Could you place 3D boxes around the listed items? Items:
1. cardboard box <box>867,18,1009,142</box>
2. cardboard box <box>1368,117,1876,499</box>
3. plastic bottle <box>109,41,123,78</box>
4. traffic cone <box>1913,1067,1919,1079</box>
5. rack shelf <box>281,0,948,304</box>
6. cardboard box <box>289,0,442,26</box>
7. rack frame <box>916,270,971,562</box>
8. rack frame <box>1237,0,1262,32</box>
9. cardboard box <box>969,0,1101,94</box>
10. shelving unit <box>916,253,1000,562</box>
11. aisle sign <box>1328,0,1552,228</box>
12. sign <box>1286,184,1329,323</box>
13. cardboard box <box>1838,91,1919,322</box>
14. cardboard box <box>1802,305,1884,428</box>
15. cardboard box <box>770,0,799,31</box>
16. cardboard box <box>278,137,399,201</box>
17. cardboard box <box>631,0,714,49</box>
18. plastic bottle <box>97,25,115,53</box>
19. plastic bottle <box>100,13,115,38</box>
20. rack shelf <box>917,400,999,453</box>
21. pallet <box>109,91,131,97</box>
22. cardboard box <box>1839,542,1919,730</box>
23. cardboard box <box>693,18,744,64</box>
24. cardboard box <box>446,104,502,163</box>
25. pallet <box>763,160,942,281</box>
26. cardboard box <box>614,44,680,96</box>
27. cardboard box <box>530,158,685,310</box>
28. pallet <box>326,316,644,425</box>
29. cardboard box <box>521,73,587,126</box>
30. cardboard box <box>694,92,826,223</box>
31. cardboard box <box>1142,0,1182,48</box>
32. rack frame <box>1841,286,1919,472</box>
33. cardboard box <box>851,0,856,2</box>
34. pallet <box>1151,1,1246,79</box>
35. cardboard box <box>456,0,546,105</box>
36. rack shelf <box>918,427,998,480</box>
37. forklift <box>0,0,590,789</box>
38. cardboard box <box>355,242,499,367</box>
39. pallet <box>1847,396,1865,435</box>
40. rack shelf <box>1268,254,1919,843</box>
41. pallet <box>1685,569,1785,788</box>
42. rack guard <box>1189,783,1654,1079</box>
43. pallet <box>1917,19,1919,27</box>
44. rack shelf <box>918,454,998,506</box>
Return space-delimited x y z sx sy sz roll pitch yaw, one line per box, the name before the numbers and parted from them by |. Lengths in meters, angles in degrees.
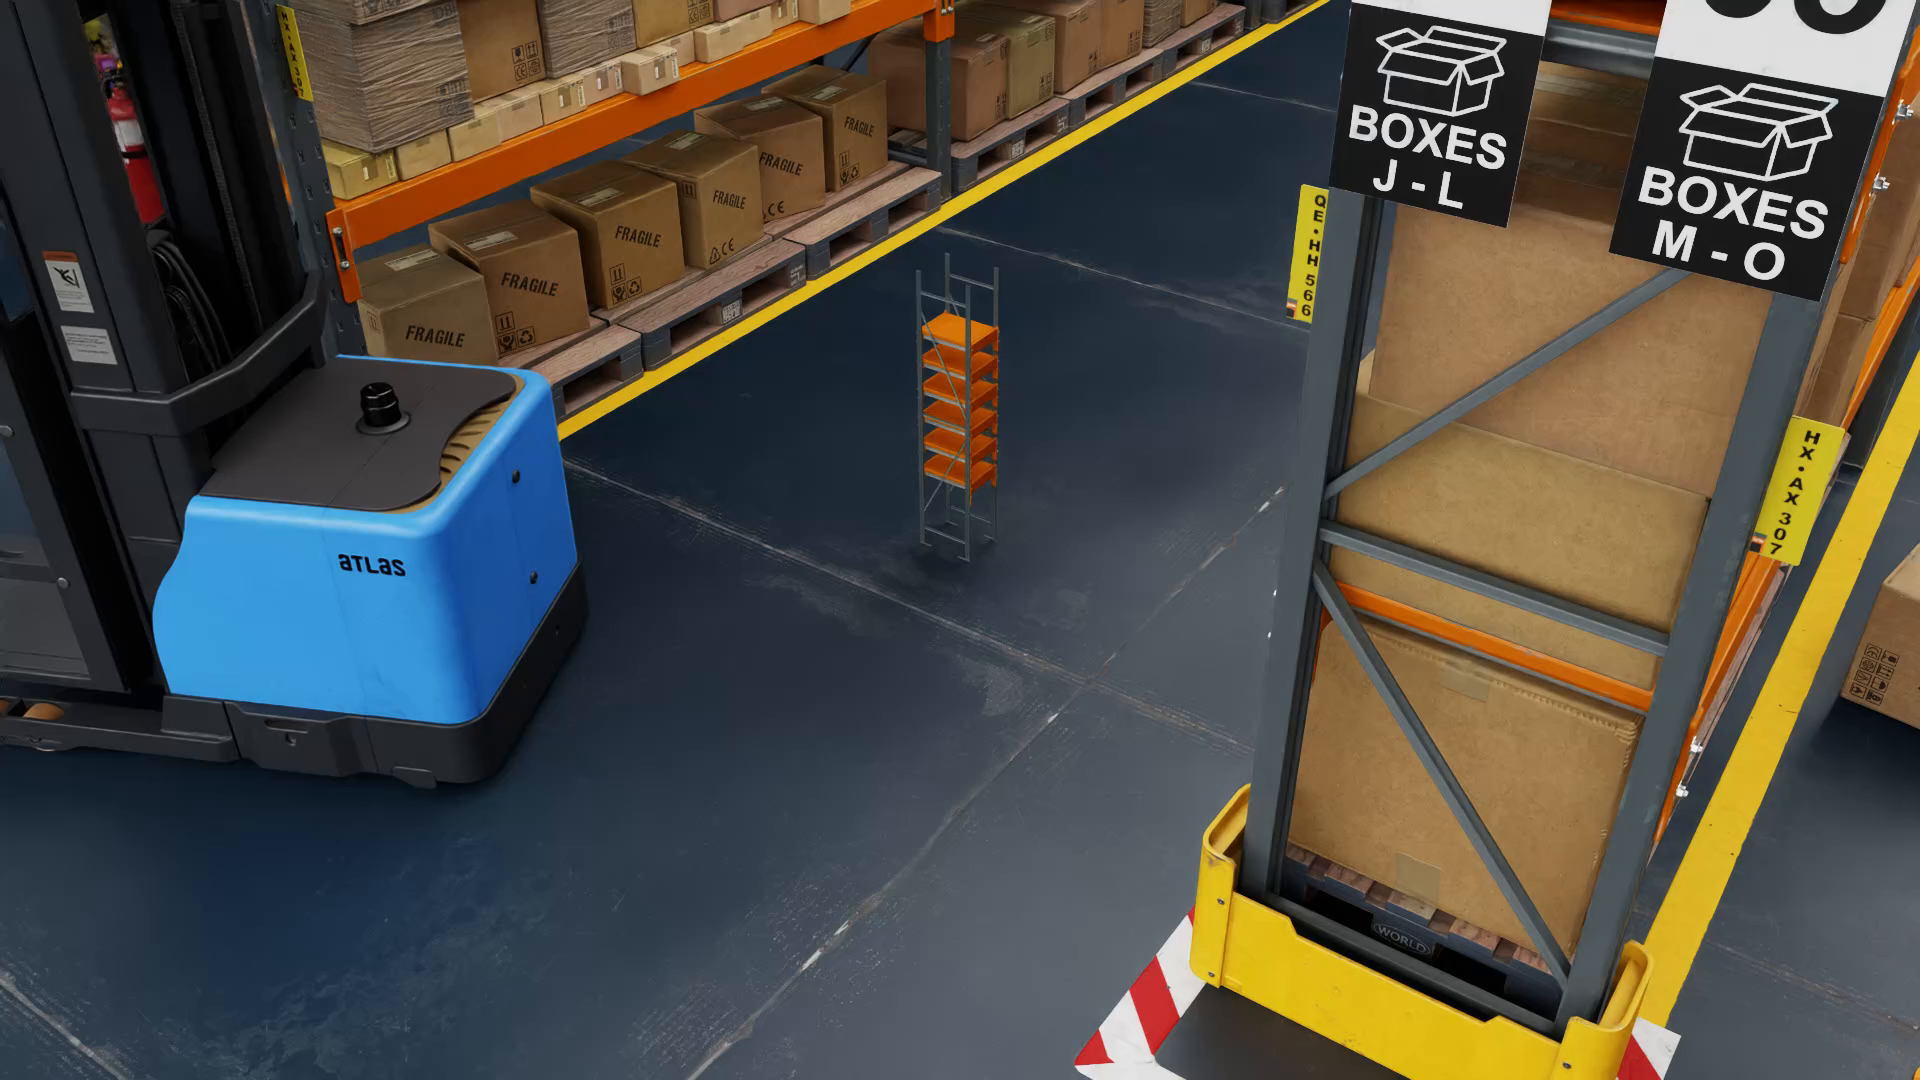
cardboard box | -0.127 -2.780 10.022 0.700 0.500 0.500 18 38 25
cardboard box | 1.485 -0.554 3.793 0.875 0.550 0.550 21 39 28
plastic bottle | -5.359 -3.043 10.615 0.097 0.271 0.097 0 34 0
traffic cone | 2.711 1.374 4.305 0.336 0.463 0.334 21 39 28
rack shelf | -1.635 -2.139 7.877 1.077 0.370 4.000 21 39 28
cardboard box | -2.238 -2.261 6.169 0.500 0.500 0.500 21 39 28
rack frame | -0.060 -0.448 6.342 0.240 1.200 0.006 21 39 28
rack frame | 1.786 -5.198 11.759 1.000 3.000 0.127 21 39 28
cardboard box | 0.479 -3.251 10.718 0.700 0.500 0.500 18 38 24
shelving unit | -0.008 -0.490 6.404 0.258 1.200 0.189 21 39 28
aisle sign | 0.955 -1.026 3.269 0.394 0.787 0.004 21 39 28
sign | 0.804 -0.643 3.778 0.100 0.325 0.005 21 39 28
cardboard box | 2.154 -1.050 4.528 0.875 0.550 0.550 21 39 28
cardboard box | 2.134 -0.611 4.842 0.875 0.550 0.550 21 39 28
cardboard box | -1.020 -2.629 8.184 0.380 0.149 0.250 21 39 28
cardboard box | -2.417 -1.467 6.467 0.380 0.149 0.250 21 39 28
cardboard box | -1.637 -2.637 7.616 0.875 0.500 0.500 21 39 28
plastic bottle | -5.697 -3.337 11.112 0.097 0.201 0.097 0 34 0
plastic bottle | -5.715 -3.503 11.224 0.144 0.351 0.185 21 39 28
rack shelf | -0.008 -0.454 6.429 0.258 0.103 0.180 21 39 28
pallet | -5.676 -2.925 10.886 1.003 0.211 1.213 21 39 28
cardboard box | 3.480 0.350 5.784 0.500 0.500 0.500 29 44 36
cardboard box | -1.243 -2.375 7.808 0.380 0.149 0.250 21 39 28
cardboard box | -2.104 -1.687 6.791 0.380 0.149 0.250 21 39 28
pallet | -0.848 -1.882 9.344 1.003 0.211 1.213 21 39 28
cardboard box | -1.482 -2.127 7.442 0.380 0.149 0.250 21 39 28
cardboard box | -1.720 -1.505 8.155 0.500 0.500 0.500 25 42 32
pallet | -2.240 -0.759 7.684 1.003 0.211 1.213 21 39 28
cardboard box | -1.830 -1.921 7.137 0.380 0.149 0.250 21 39 28
cardboard box | -1.076 -2.059 8.973 0.500 0.500 0.500 -23 40 -30
cardboard box | 1.115 -3.771 11.487 0.700 0.500 0.500 18 38 24
rack frame | 3.523 -1.727 6.625 1.000 3.000 0.127 21 39 28
cardboard box | -0.718 -2.853 8.515 0.380 0.149 0.250 21 39 28
pallet | 1.339 -3.684 12.009 1.003 0.211 1.213 21 39 28
cardboard box | -2.253 -2.194 6.962 0.875 0.500 0.500 21 39 28
rack shelf | -0.008 -0.354 6.496 0.258 0.103 0.180 21 39 28
forklift | -2.949 -0.777 5.283 3.031 2.935 1.130 5 34 8
cardboard box | -2.405 -0.937 7.314 0.500 0.500 0.500 -29 43 -35
pallet | 3.901 -0.951 7.967 1.003 0.211 1.213 21 39 28
rack shelf | 2.382 -0.508 5.466 1.077 0.370 4.000 21 39 28
pallet | 2.330 0.317 6.092 1.003 0.211 1.213 21 39 28
rack guard | 1.228 1.161 4.587 1.175 0.500 0.348 21 39 28
pallet | 1.656 -1.436 3.598 1.003 0.211 1.213 21 39 28
rack shelf | -0.008 -0.255 6.563 0.258 0.103 0.180 21 39 28
